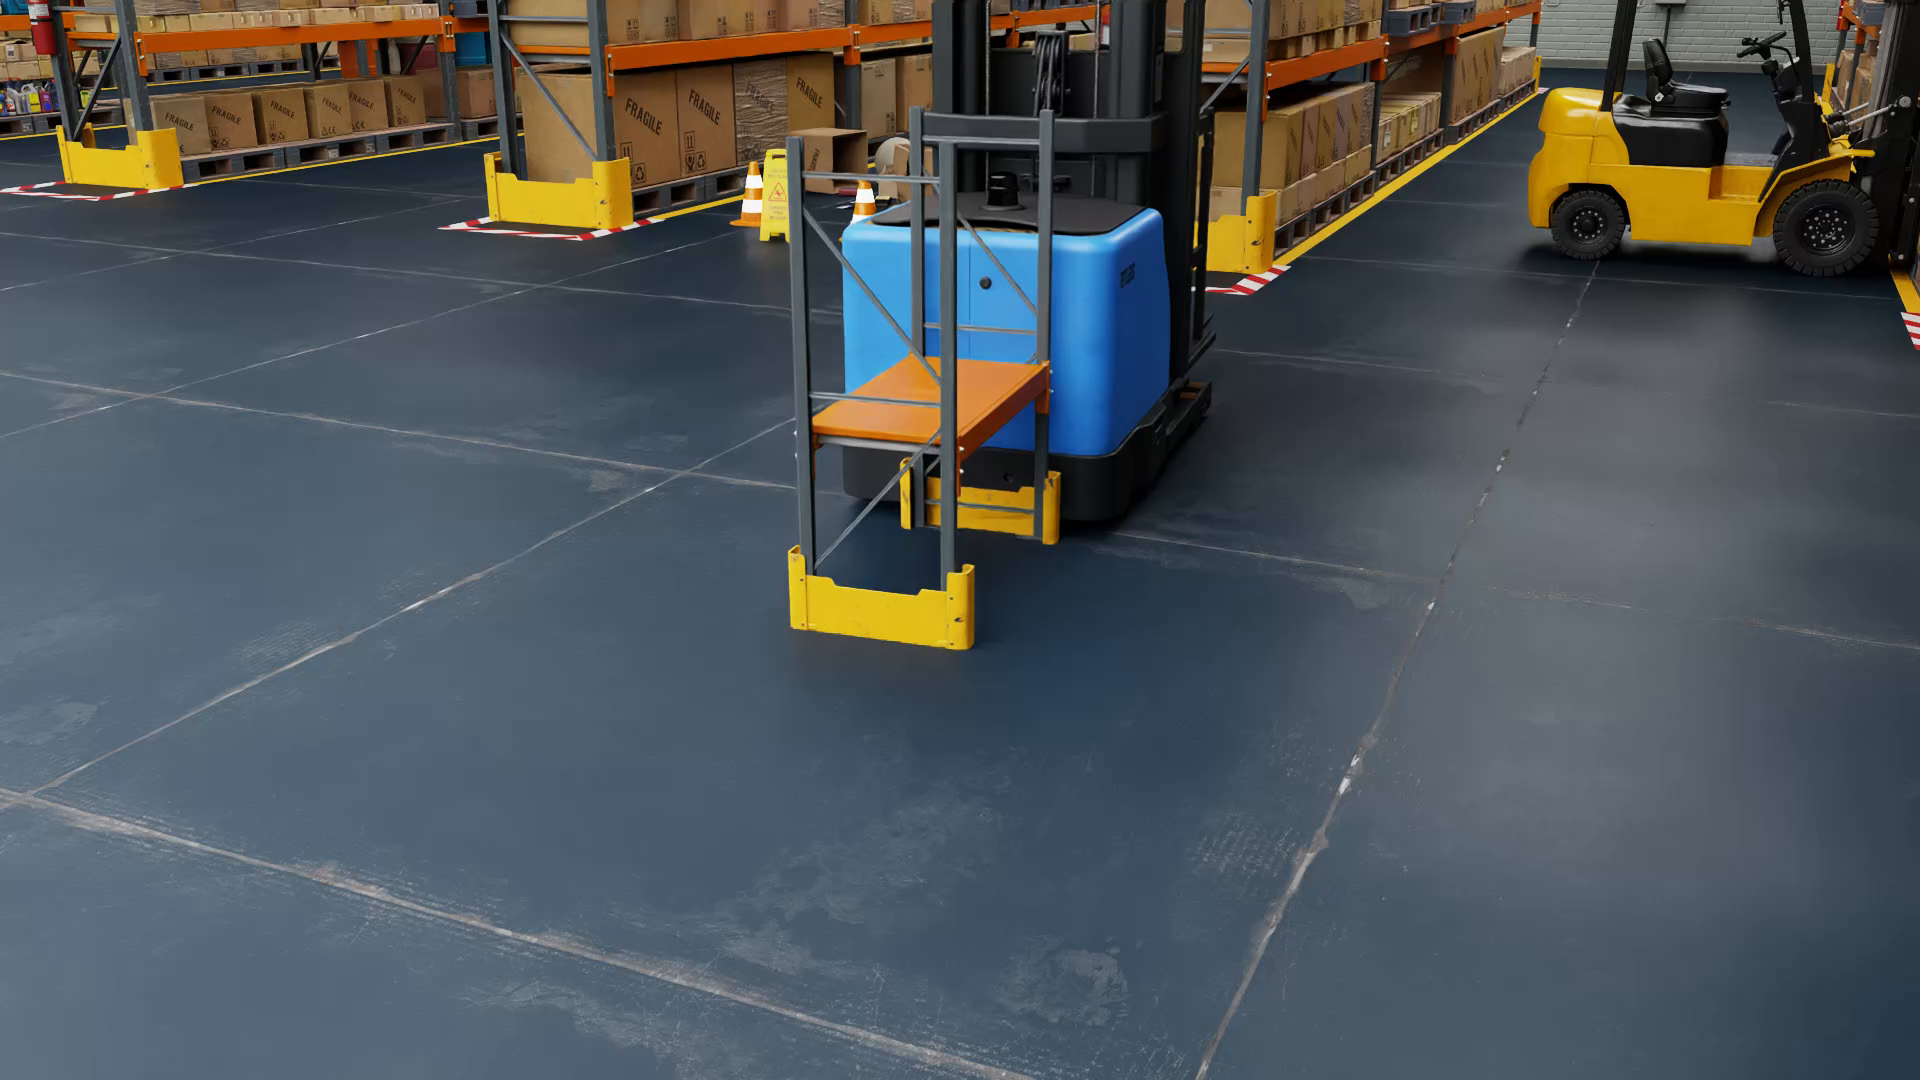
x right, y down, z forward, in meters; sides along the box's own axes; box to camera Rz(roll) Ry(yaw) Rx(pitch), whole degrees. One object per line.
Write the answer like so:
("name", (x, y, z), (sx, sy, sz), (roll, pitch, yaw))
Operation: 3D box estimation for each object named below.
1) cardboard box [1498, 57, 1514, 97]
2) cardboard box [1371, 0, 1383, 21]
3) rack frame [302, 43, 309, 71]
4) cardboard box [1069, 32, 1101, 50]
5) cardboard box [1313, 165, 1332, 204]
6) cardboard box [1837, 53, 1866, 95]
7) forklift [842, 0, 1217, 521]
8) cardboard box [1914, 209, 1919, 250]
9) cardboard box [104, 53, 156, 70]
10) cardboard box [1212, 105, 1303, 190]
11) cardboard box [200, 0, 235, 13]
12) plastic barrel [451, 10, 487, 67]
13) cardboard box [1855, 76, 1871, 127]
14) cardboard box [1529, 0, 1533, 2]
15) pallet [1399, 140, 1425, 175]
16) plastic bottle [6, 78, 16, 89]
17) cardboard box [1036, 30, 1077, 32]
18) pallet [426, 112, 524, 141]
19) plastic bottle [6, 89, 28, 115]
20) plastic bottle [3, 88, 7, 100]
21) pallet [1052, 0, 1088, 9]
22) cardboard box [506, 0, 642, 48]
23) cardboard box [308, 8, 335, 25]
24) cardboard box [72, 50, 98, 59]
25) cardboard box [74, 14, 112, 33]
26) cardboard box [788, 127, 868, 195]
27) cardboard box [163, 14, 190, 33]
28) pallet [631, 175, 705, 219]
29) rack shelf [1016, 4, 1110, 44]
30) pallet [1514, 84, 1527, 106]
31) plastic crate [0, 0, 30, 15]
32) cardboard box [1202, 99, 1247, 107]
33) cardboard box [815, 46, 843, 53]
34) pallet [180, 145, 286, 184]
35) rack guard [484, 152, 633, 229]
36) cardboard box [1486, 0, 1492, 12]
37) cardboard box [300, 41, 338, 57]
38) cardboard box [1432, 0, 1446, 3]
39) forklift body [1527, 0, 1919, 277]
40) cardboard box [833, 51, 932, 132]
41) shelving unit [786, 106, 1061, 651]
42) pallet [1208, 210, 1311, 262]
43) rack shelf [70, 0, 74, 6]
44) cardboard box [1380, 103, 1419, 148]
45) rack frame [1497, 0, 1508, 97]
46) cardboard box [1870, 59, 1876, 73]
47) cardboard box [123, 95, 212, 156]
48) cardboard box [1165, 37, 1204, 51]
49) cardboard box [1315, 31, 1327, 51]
("cardboard box", (6.736, -6.083, 21.794), (0.875, 0.438, 0.875), (8, 21, 22))
("cardboard box", (3.150, -4.487, 13.516), (0.500, 0.500, 0.500), (8, 21, 21))
("rack frame", (-11.696, -9.635, 28.586), (1.000, 3.000, 0.127), (9, 21, 23))
("cardboard box", (1.526, -6.519, 21.809), (0.500, 0.250, 0.500), (10, 22, 25))
("cardboard box", (2.477, -2.682, 12.509), (0.500, 0.250, 0.500), (10, 22, 26))
("cardboard box", (11.826, -6.048, 21.603), (0.700, 0.500, 0.500), (10, 22, 25))
("forklift", (0.508, -1.906, 6.954), (1.130, 2.935, 3.031), (6, 21, 17))
("cardboard box", (6.326, -1.959, 10.477), (0.500, 0.250, 0.500), (9, 21, 23))
("cardboard box", (-12.887, -7.542, 25.774), (0.500, 0.500, 0.500), (10, 22, 25))
("cardboard box", (2.059, -2.719, 11.494), (0.500, 0.500, 0.500), (8, 21, 21))
("cardboard box", (-7.229, -5.128, 15.317), (0.875, 0.500, 0.500), (9, 21, 23))
("plastic barrel", (-7.707, -7.783, 25.883), (0.600, 0.901, 0.708), (9, 21, 23))
("cardboard box", (9.872, -4.665, 17.713), (0.500, 0.500, 0.500), (8, 21, 21))
("cardboard box", (7.642, -7.691, 22.970), (0.500, 0.500, 0.500), (9, 22, 24))
("pallet", (3.921, -3.768, 16.250), (1.003, 0.211, 1.213), (9, 21, 23))
("plastic bottle", (-11.164, -5.279, 19.631), (0.144, 0.351, 0.185), (9, 22, 24))
("cardboard box", (1.280, -6.747, 22.450), (0.500, 0.250, 0.500), (8, 21, 20))
("pallet", (-5.619, -4.754, 19.021), (1.003, 0.211, 1.213), (9, 21, 23))
("plastic bottle", (-10.737, -4.990, 18.932), (0.152, 0.276, 0.135), (9, 21, 24))
("plastic bottle", (-10.834, -5.008, 18.972), (0.061, 0.283, 0.133), (9, 21, 23))
("pallet", (0.959, -6.861, 21.071), (1.003, 0.211, 1.213), (9, 21, 23))
("cardboard box", (-2.980, -4.086, 12.757), (0.875, 0.550, 0.550), (9, 21, 23))
("cardboard box", (-6.384, -5.149, 16.344), (0.380, 0.149, 0.250), (9, 21, 23))
("cardboard box", (-13.324, -7.385, 24.899), (0.500, 0.311, 0.500), (9, 22, 24))
("cardboard box", (-7.646, -4.604, 14.813), (0.380, 0.149, 0.250), (9, 21, 23))
("cardboard box", (-1.152, -3.326, 14.572), (0.500, 0.500, 0.500), (13, 23, 32))
("cardboard box", (-7.120, -4.617, 14.848), (0.380, 0.149, 0.250), (9, 21, 23))
("pallet", (-2.834, -2.837, 13.630), (1.003, 0.211, 1.213), (9, 21, 23))
("rack shelf", (1.004, -6.613, 21.162), (1.077, 0.370, 4.000), (9, 21, 23))
("pallet", (7.262, -6.197, 23.080), (1.003, 0.211, 1.213), (9, 21, 23))
("plastic crate", (-10.660, -6.063, 18.764), (0.499, 0.251, 0.616), (9, 21, 23))
("cardboard box", (1.768, -2.943, 12.126), (0.500, 0.500, 0.500), (9, 22, 25))
("cardboard box", (-2.317, -7.663, 25.583), (0.875, 0.875, 0.875), (9, 21, 23))
("pallet", (-7.178, -3.560, 15.663), (1.003, 0.211, 1.213), (9, 21, 23))
("rack guard", (-3.100, -2.710, 12.843), (1.175, 0.500, 0.348), (9, 21, 23))
("cardboard box", (5.994, -6.366, 19.616), (0.500, 0.250, 0.500), (8, 21, 21))
("cardboard box", (-11.327, -8.675, 29.240), (0.500, 0.311, 0.500), (9, 21, 23))
("cardboard box", (4.507, -5.303, 16.151), (0.380, 0.149, 0.250), (9, 21, 24))
("forklift body", (5.109, -2.997, 11.186), (2.313, 2.155, 1.214), (9, 21, 23))
("cardboard box", (-0.882, -4.752, 17.586), (1.050, 0.750, 0.750), (9, 21, 23))
("shelving unit", (-0.086, -0.571, 5.337), (0.587, 1.500, 1.083), (6, 21, 17))
("pallet", (1.863, -2.200, 11.840), (1.003, 0.211, 1.213), (9, 21, 23))
("rack shelf", (-14.153, -7.462, 23.549), (1.077, 0.370, 4.000), (9, 21, 23))
("cardboard box", (3.892, -4.023, 16.100), (0.950, 0.372, 0.625), (9, 22, 24))
("rack frame", (6.381, -6.915, 20.937), (1.000, 3.000, 0.127), (9, 21, 23))
("cardboard box", (10.147, -5.156, 18.125), (0.380, 0.149, 0.250), (8, 21, 23))
("cardboard box", (-7.303, -3.815, 15.325), (0.500, 0.500, 0.500), (13, 23, 33))
("cardboard box", (1.425, -3.272, 11.068), (0.380, 0.149, 0.250), (9, 22, 25))
("cardboard box", (2.477, -3.674, 12.197), (0.380, 0.149, 0.250), (8, 21, 21))
